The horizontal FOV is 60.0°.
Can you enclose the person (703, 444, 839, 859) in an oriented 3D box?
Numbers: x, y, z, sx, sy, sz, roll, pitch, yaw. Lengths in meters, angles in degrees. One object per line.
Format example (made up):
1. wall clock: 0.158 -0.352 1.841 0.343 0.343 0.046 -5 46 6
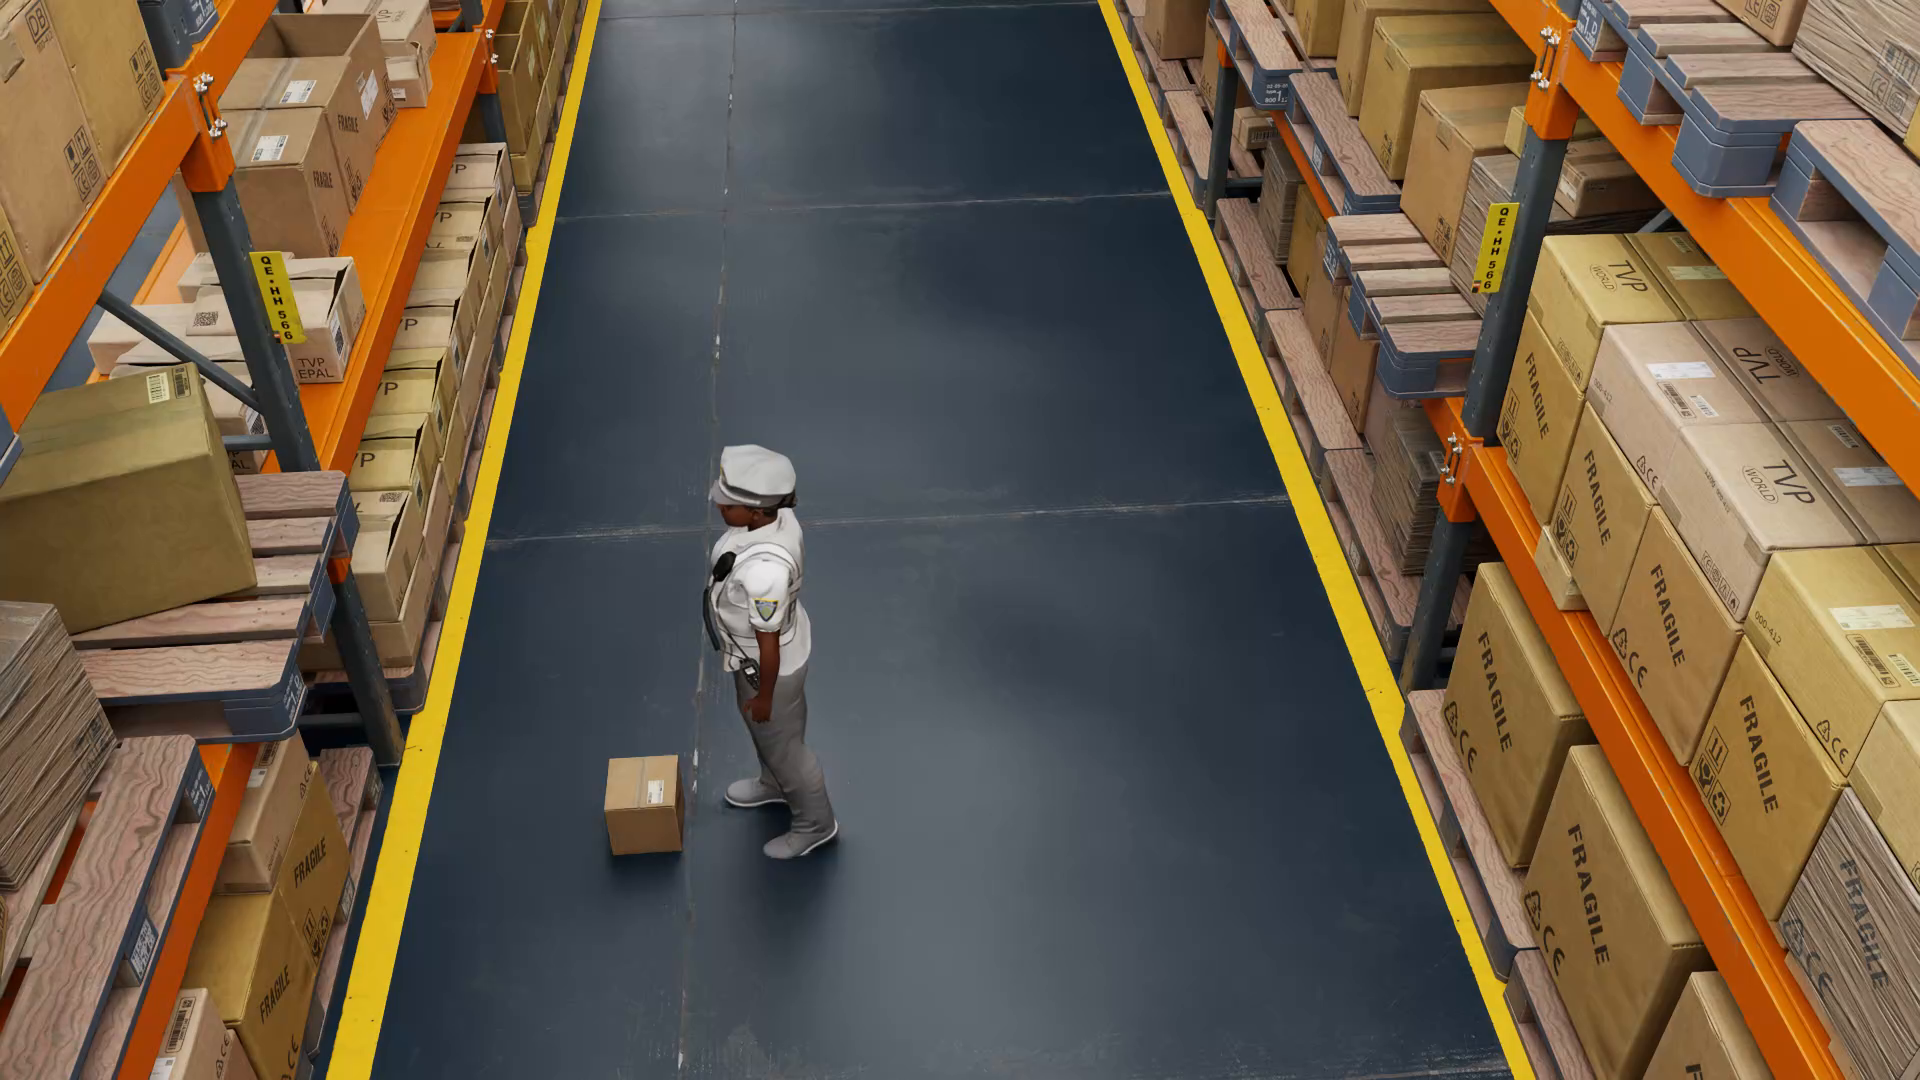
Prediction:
1. person: -0.664 0.404 5.669 0.428 1.713 0.441 -2 39 -3
